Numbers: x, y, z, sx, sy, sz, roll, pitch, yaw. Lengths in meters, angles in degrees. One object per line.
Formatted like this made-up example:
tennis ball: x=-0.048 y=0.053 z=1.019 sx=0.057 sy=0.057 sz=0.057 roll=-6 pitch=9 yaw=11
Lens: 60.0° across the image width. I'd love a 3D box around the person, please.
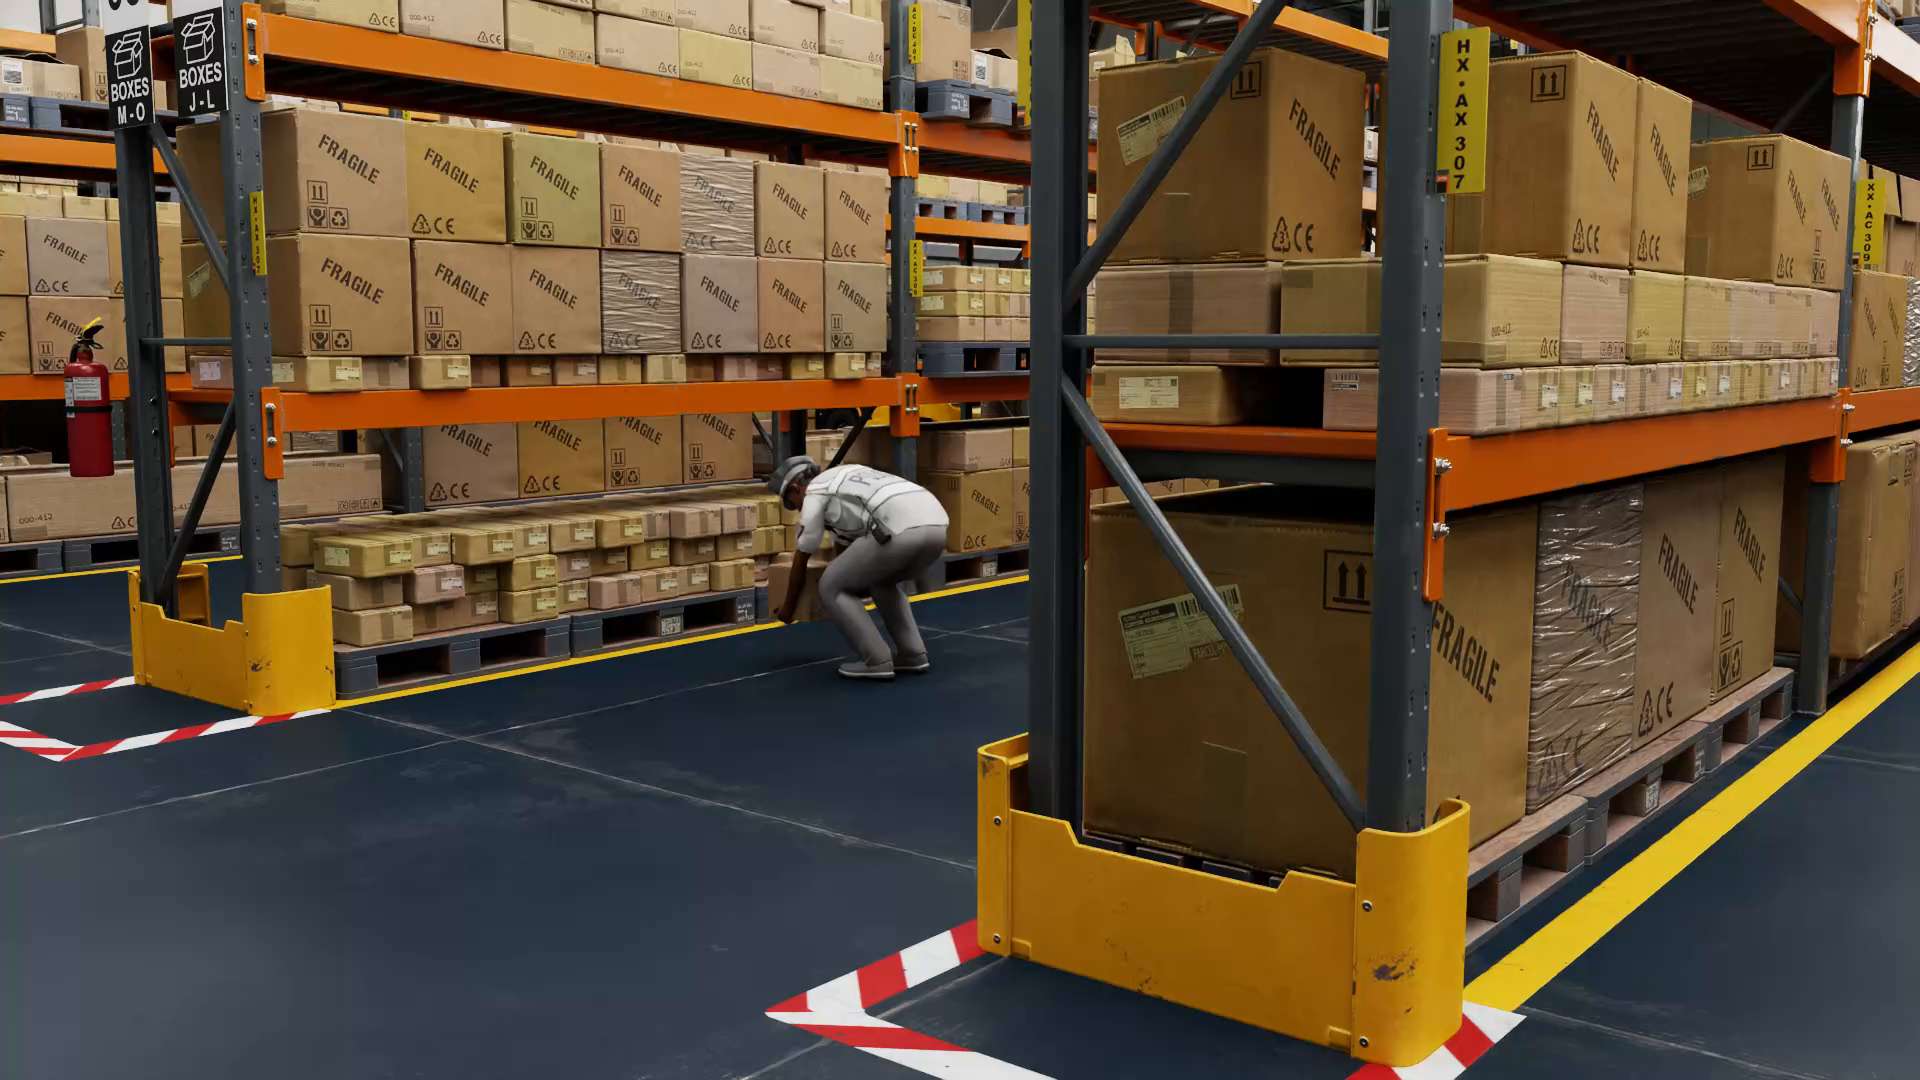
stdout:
person: x=-0.483 y=0.114 z=7.657 sx=0.927 sy=0.989 sz=0.470 roll=5 pitch=8 yaw=36
